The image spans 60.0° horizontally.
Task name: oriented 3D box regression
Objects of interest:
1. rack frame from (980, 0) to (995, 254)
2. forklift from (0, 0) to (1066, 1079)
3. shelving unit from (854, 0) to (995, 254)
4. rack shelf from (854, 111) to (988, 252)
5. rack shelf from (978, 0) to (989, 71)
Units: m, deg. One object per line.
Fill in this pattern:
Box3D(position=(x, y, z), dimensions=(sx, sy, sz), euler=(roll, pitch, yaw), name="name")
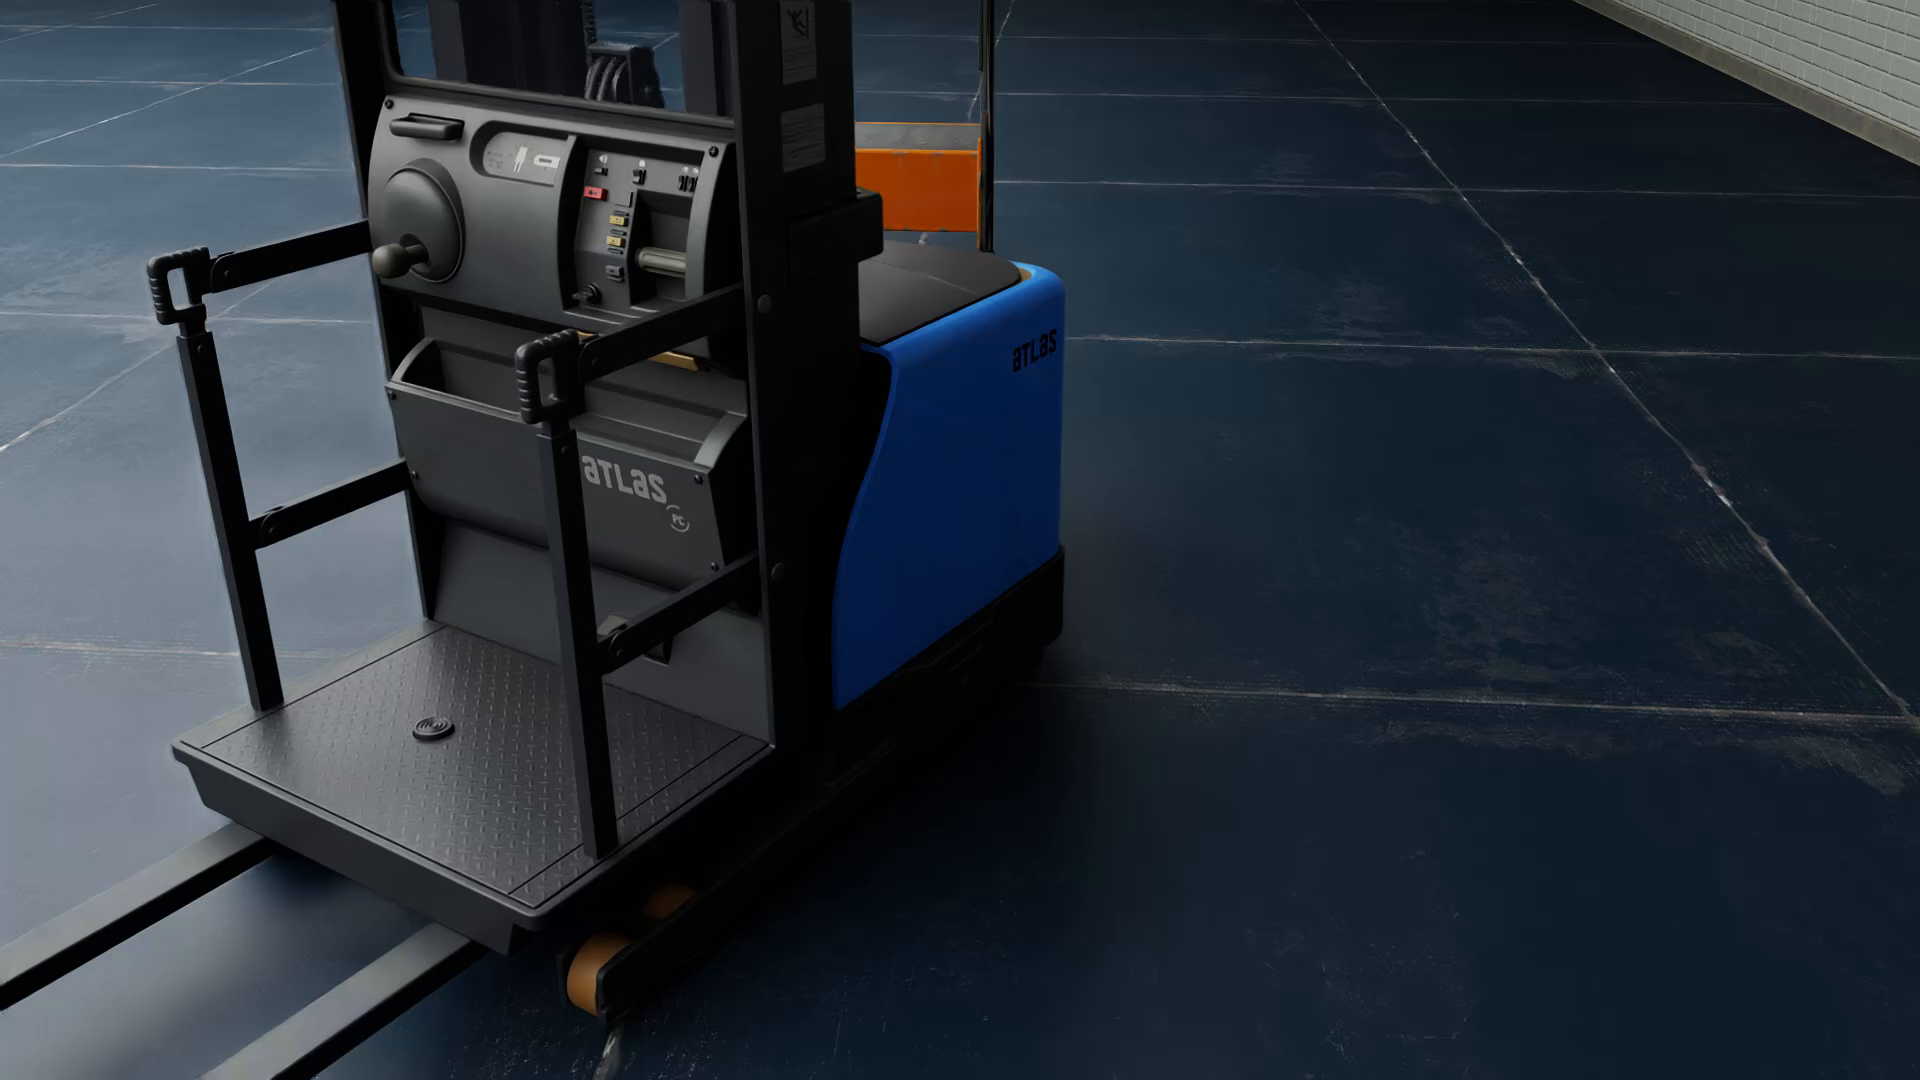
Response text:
Box3D(position=(0.078, -0.951, 4.806), dimensions=(0.015, 2.100, 0.400), euler=(2, 25, 4), name="rack frame")
Box3D(position=(-0.944, -0.627, 3.106), dimensions=(1.130, 2.935, 3.031), euler=(15, 29, 30), name="forklift")
Box3D(position=(-0.165, -0.959, 4.823), dimensions=(0.503, 2.100, 0.431), euler=(2, 25, 4), name="shelving unit")
Box3D(position=(-0.165, -0.947, 4.828), dimensions=(0.480, 0.518, 0.431), euler=(2, 25, 4), name="rack shelf")
Box3D(position=(-0.165, -1.583, 4.536), dimensions=(0.480, 0.518, 0.431), euler=(2, 25, 4), name="rack shelf")
